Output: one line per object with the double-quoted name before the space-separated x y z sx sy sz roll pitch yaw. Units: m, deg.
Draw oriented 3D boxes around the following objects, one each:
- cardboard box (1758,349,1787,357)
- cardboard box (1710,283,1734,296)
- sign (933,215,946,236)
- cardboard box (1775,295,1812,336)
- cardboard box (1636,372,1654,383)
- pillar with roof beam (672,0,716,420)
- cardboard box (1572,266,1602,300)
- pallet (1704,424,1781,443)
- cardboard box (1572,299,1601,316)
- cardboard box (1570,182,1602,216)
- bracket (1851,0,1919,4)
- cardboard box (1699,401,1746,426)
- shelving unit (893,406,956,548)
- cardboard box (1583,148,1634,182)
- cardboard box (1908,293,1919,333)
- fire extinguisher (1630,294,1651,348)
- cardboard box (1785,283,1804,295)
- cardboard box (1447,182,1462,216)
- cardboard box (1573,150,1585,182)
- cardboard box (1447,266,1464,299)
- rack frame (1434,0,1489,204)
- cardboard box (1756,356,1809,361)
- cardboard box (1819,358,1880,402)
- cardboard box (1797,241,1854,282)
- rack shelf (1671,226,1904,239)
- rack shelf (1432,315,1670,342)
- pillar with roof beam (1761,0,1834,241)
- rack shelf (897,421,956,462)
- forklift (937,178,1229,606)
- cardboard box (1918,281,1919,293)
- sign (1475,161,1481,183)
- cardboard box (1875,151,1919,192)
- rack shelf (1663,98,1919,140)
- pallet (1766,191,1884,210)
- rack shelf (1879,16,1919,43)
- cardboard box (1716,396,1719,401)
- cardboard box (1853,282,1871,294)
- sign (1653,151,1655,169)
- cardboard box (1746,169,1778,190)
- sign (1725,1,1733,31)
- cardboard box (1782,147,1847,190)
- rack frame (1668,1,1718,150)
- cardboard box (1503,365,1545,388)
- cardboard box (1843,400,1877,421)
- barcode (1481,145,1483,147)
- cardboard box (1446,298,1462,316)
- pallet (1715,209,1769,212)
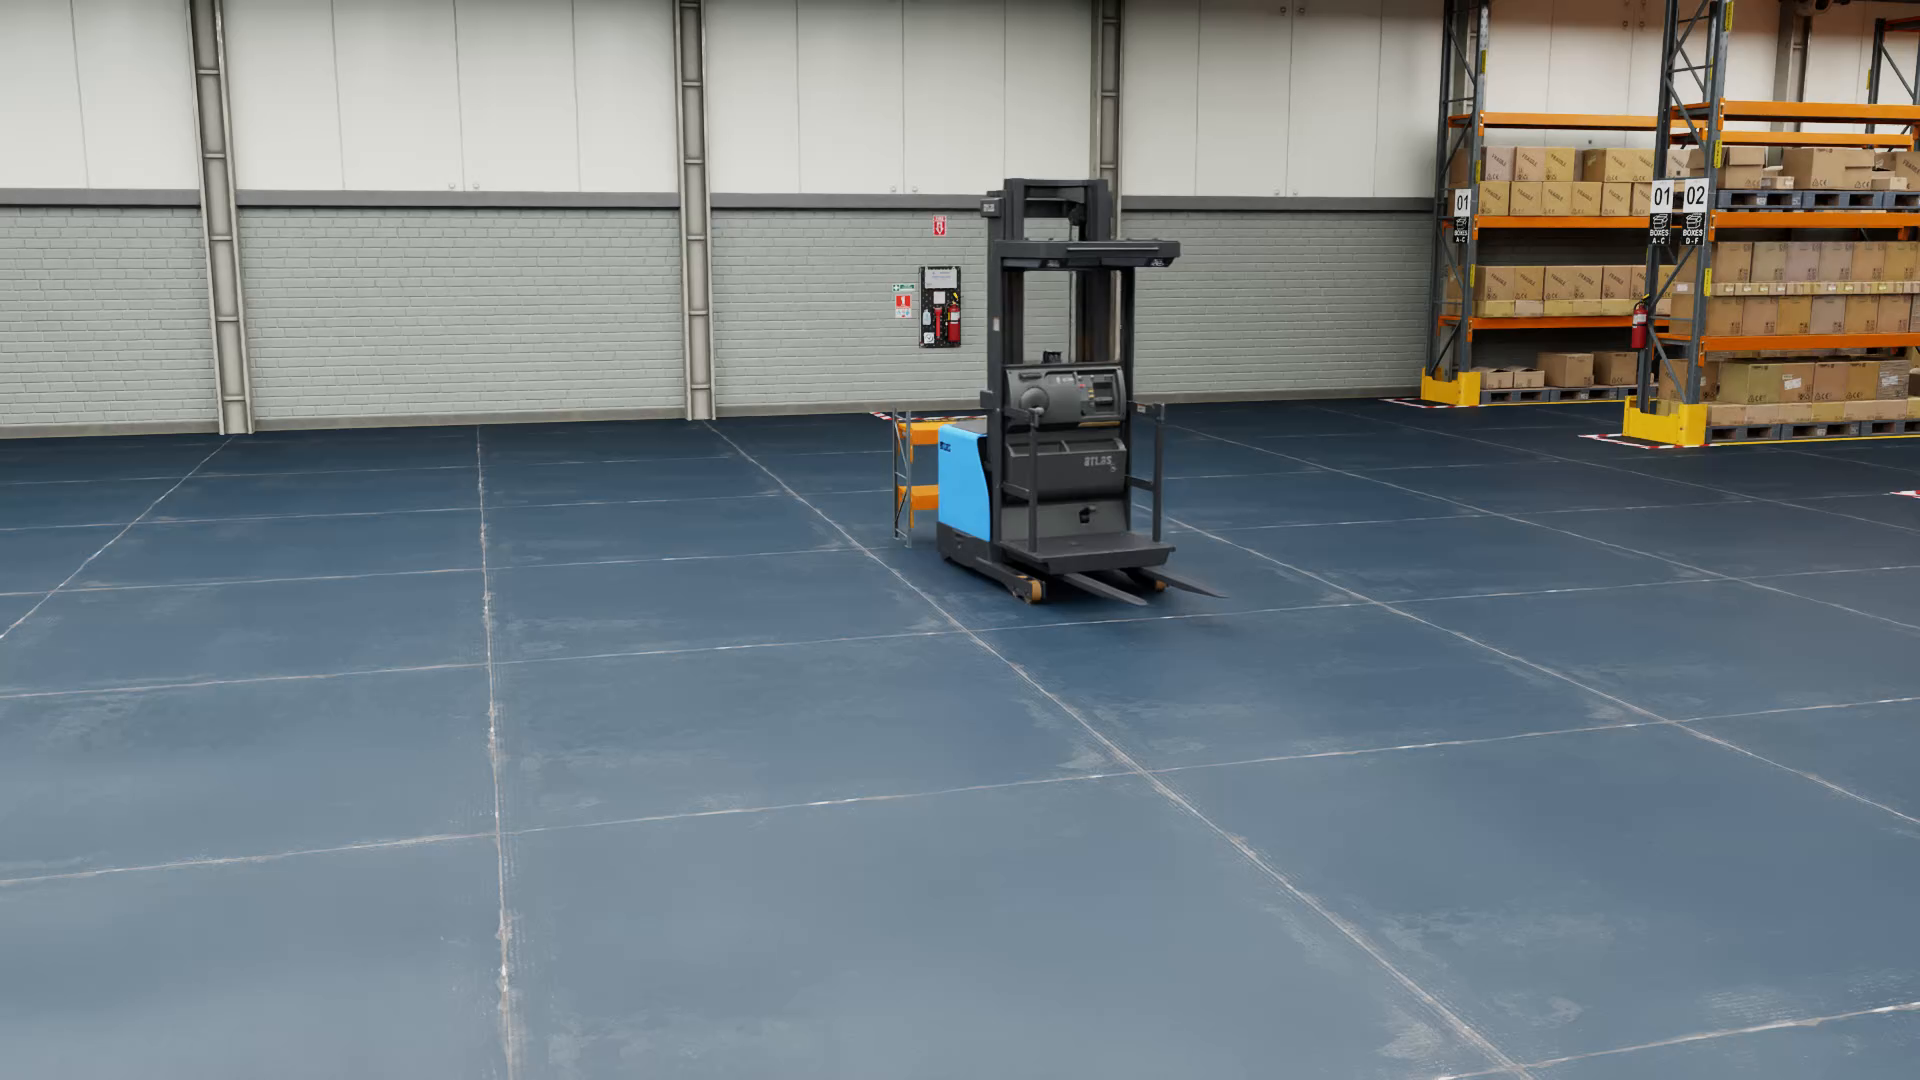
"cardboard box" 12.983 -2.879 27.090 0.500 0.500 0.700 -3 11 -15
"cardboard box" 9.282 -3.086 20.455 0.250 0.149 0.380 -3 11 -16
"sign" -0.292 -4.517 23.893 0.199 0.298 0.001 -3 11 -16
"cardboard box" 10.278 -2.857 21.005 0.500 0.500 0.700 -3 11 -16
"cardboard box" 10.792 -2.589 26.435 0.250 0.166 0.380 -5 11 -23
"pillar with roof beam" -2.431 -5.376 18.397 0.400 9.000 9.100 -3 11 -16
"cardboard box" 9.467 -3.949 25.501 0.500 0.500 0.500 -3 11 -14
"pallet" 9.568 -1.410 21.120 1.213 0.211 1.003 -3 11 -16
"cardboard box" 9.486 -3.580 25.568 0.500 0.250 0.500 -3 11 -15
"cardboard box" 9.380 -5.182 25.296 0.500 0.500 0.500 -2 11 -12
"bracket" 16.620 -8.896 27.571 4.783 0.066 0.076 -3 11 -16
"cardboard box" 9.422 -1.578 20.766 0.500 0.250 0.500 -3 11 -16
"shelving unit" 0.006 -0.554 13.947 1.048 1.125 0.538 -3 11 -16
"cardboard box" 9.871 -5.694 25.313 0.500 0.500 0.500 -3 11 -18
"cardboard box" 12.262 -2.963 21.580 0.500 0.500 0.700 -3 11 -17
"fire extinguisher" 8.602 -2.772 21.031 0.183 0.674 0.296 -3 11 -16
"cardboard box" 10.273 -3.138 20.740 0.250 0.149 0.380 -3 11 -18
"cardboard box" 7.787 -5.195 25.366 0.500 0.500 0.500 -2 11 -12
"cardboard box" 9.283 -5.764 25.693 0.500 0.500 0.500 -3 11 -16
"cardboard box" 7.850 -3.962 25.569 0.500 0.500 0.500 -3 11 -17
"rack frame" 7.457 -6.546 24.751 0.127 3.000 1.000 -3 11 -16
"cardboard box" 10.713 -2.115 21.614 0.500 0.500 0.500 -3 11 -16
"cardboard box" 11.339 -2.050 21.259 0.500 0.500 0.500 -3 11 -16
"cardboard box" 10.816 -3.525 21.049 0.500 0.500 0.700 -3 11 -16
"rack shelf" 13.218 -5.021 26.737 4.000 0.370 1.077 -3 11 -16
"rack shelf" 9.377 -3.343 25.909 4.000 0.370 1.077 -3 11 -16
"pillar with roof beam" 14.852 -6.287 23.345 0.548 9.000 9.100 -3 11 -16
"rack shelf" 0.006 -0.841 13.894 1.000 0.278 0.538 -3 11 -16
"forklift" 0.857 -1.085 11.845 1.130 2.935 3.031 -4 11 -23
"cardboard box" 12.247 -3.242 21.306 0.250 0.149 0.380 -3 11 -17
"sign" 7.609 -5.407 24.431 0.005 0.325 0.100 -3 11 -16
"cardboard box" 12.128 -4.757 21.497 0.500 0.500 0.500 -2 11 -11
"rack shelf" 10.766 -5.236 20.726 4.000 0.370 1.077 -3 11 -16
"pallet" 10.705 -4.260 20.863 1.213 0.211 1.003 -3 11 -16
"rack shelf" 17.059 -8.333 27.264 4.000 0.370 1.077 -3 11 -16
"cardboard box" 9.754 -1.695 21.404 0.500 0.250 0.500 -3 11 -16
"cardboard box" 11.265 -3.191 21.025 0.250 0.149 0.380 -3 11 -14
"sign" 8.707 -4.702 20.789 0.005 0.325 0.100 -3 11 -16
"cardboard box" 9.877 -4.516 20.875 0.500 0.250 0.500 -3 11 -16
"sign" 8.994 -6.126 19.450 0.005 0.325 0.100 -3 11 -16
"cardboard box" 10.516 -4.571 20.485 0.500 0.500 0.500 -3 11 -16
"rack frame" 11.298 -6.749 25.851 0.127 3.000 1.000 -3 11 -16
"cardboard box" 8.694 -2.538 25.760 0.500 0.311 0.500 -2 11 -11
"cardboard box" 11.343 -1.679 21.315 0.500 0.250 0.500 -3 11 -16
"barcode" 7.999 -6.030 25.536 0.075 0.075 0.001 -3 11 -16
"cardboard box" 7.852 -3.589 25.618 0.500 0.250 0.500 -3 11 -15
"pallet" 11.920 -5.194 26.209 1.003 0.211 1.213 -3 11 -16
